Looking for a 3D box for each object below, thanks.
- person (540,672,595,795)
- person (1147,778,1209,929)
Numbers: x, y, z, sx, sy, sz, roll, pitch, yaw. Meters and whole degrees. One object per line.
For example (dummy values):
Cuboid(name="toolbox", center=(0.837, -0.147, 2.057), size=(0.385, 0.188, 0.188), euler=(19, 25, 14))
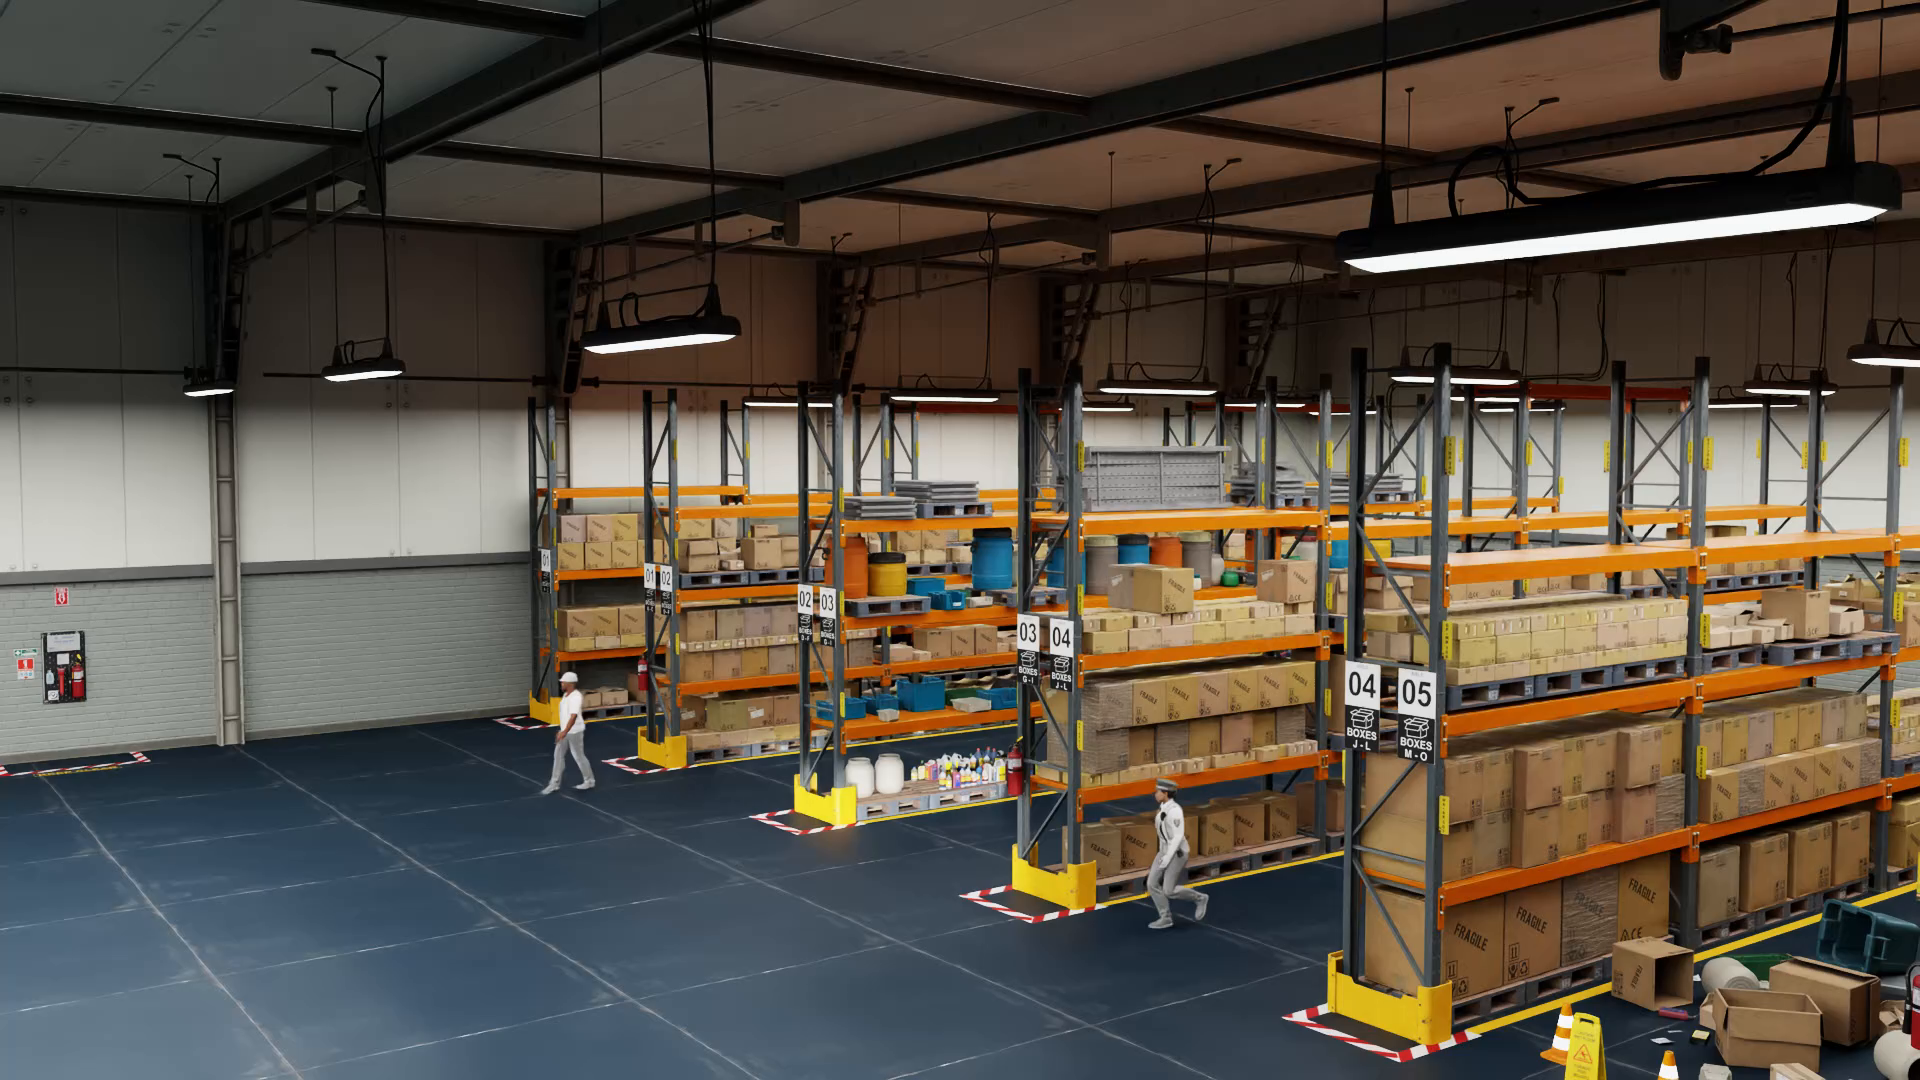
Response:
Cuboid(name="person", center=(-5.799, 2.842, 24.520), size=(0.814, 1.777, 0.589), euler=(-2, 4, -32))
Cuboid(name="person", center=(2.313, 3.332, 17.776), size=(0.680, 1.585, 0.533), euler=(-1, 3, -15))
